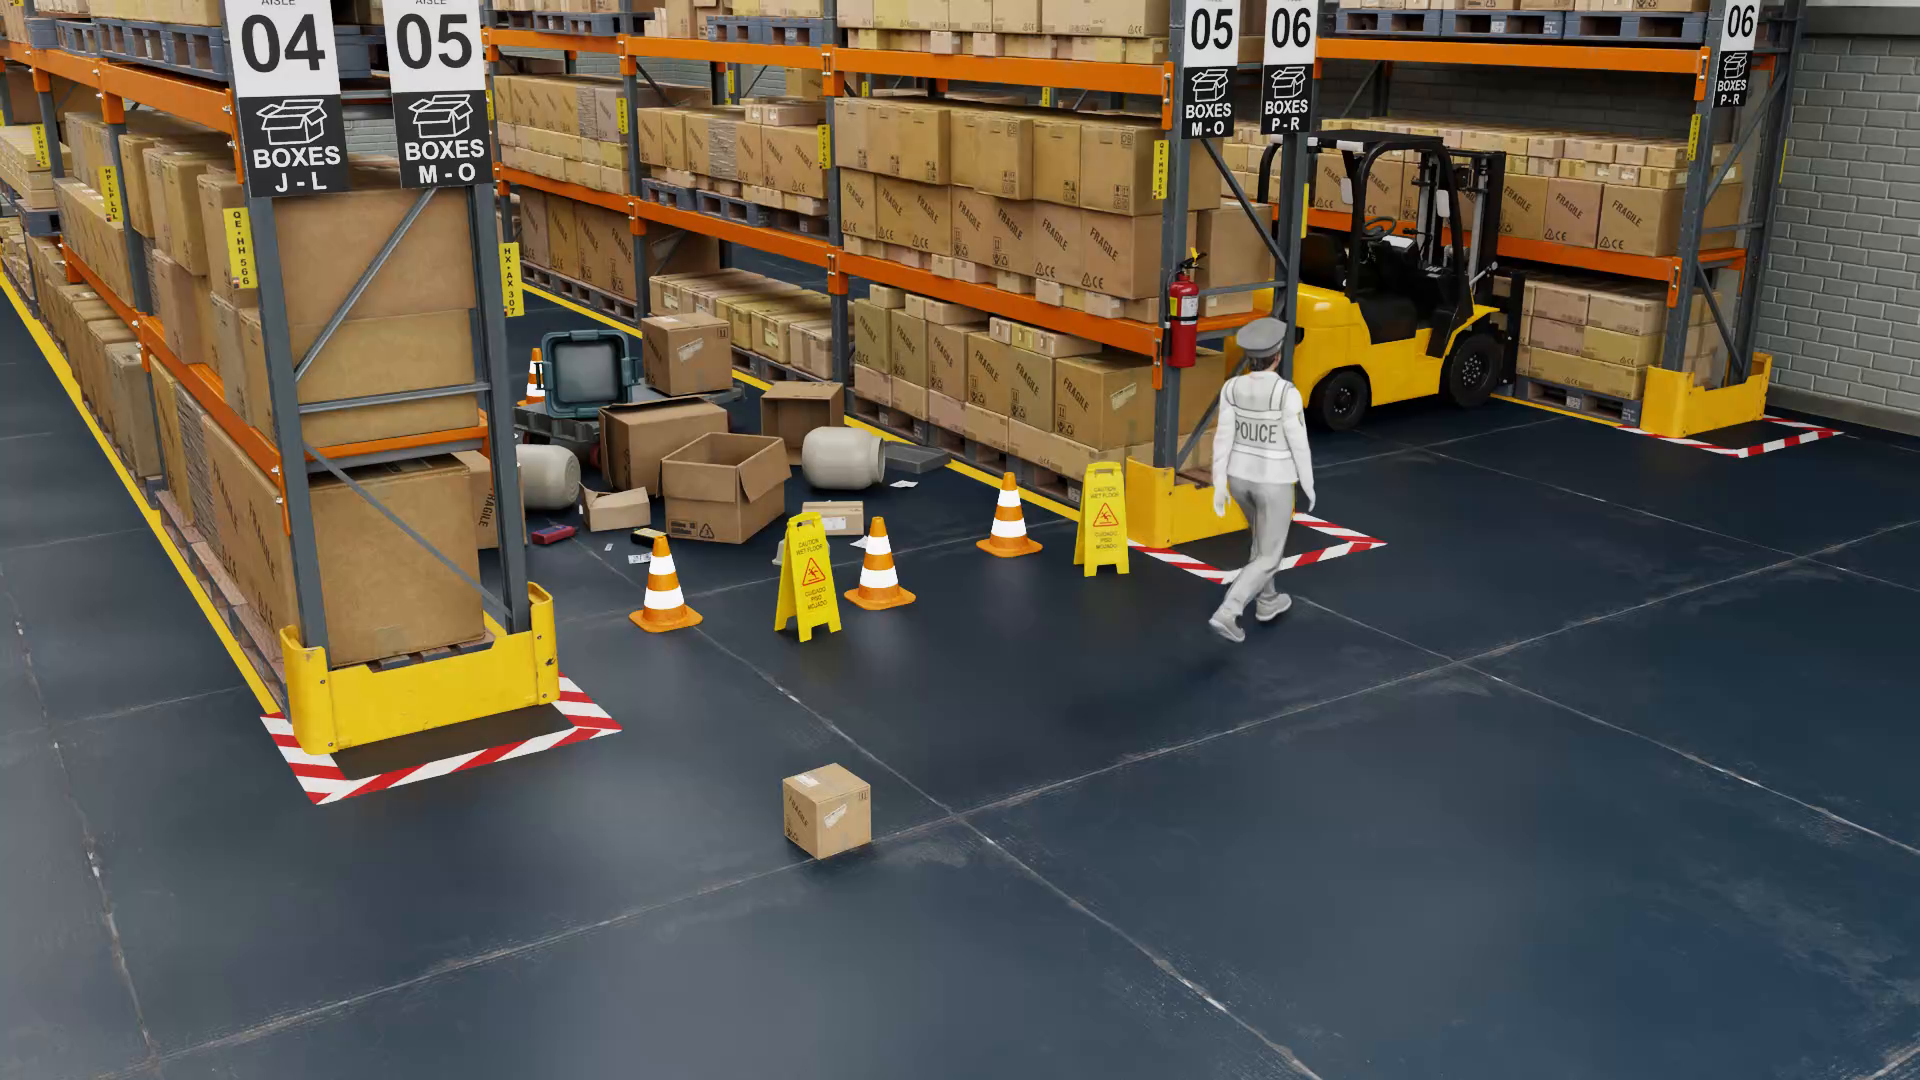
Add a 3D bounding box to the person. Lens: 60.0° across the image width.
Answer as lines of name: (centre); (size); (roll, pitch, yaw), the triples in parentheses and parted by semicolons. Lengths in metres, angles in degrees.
person: (1.515, -0.298, 8.392); (0.479, 1.647, 0.938); (16, 24, 40)
